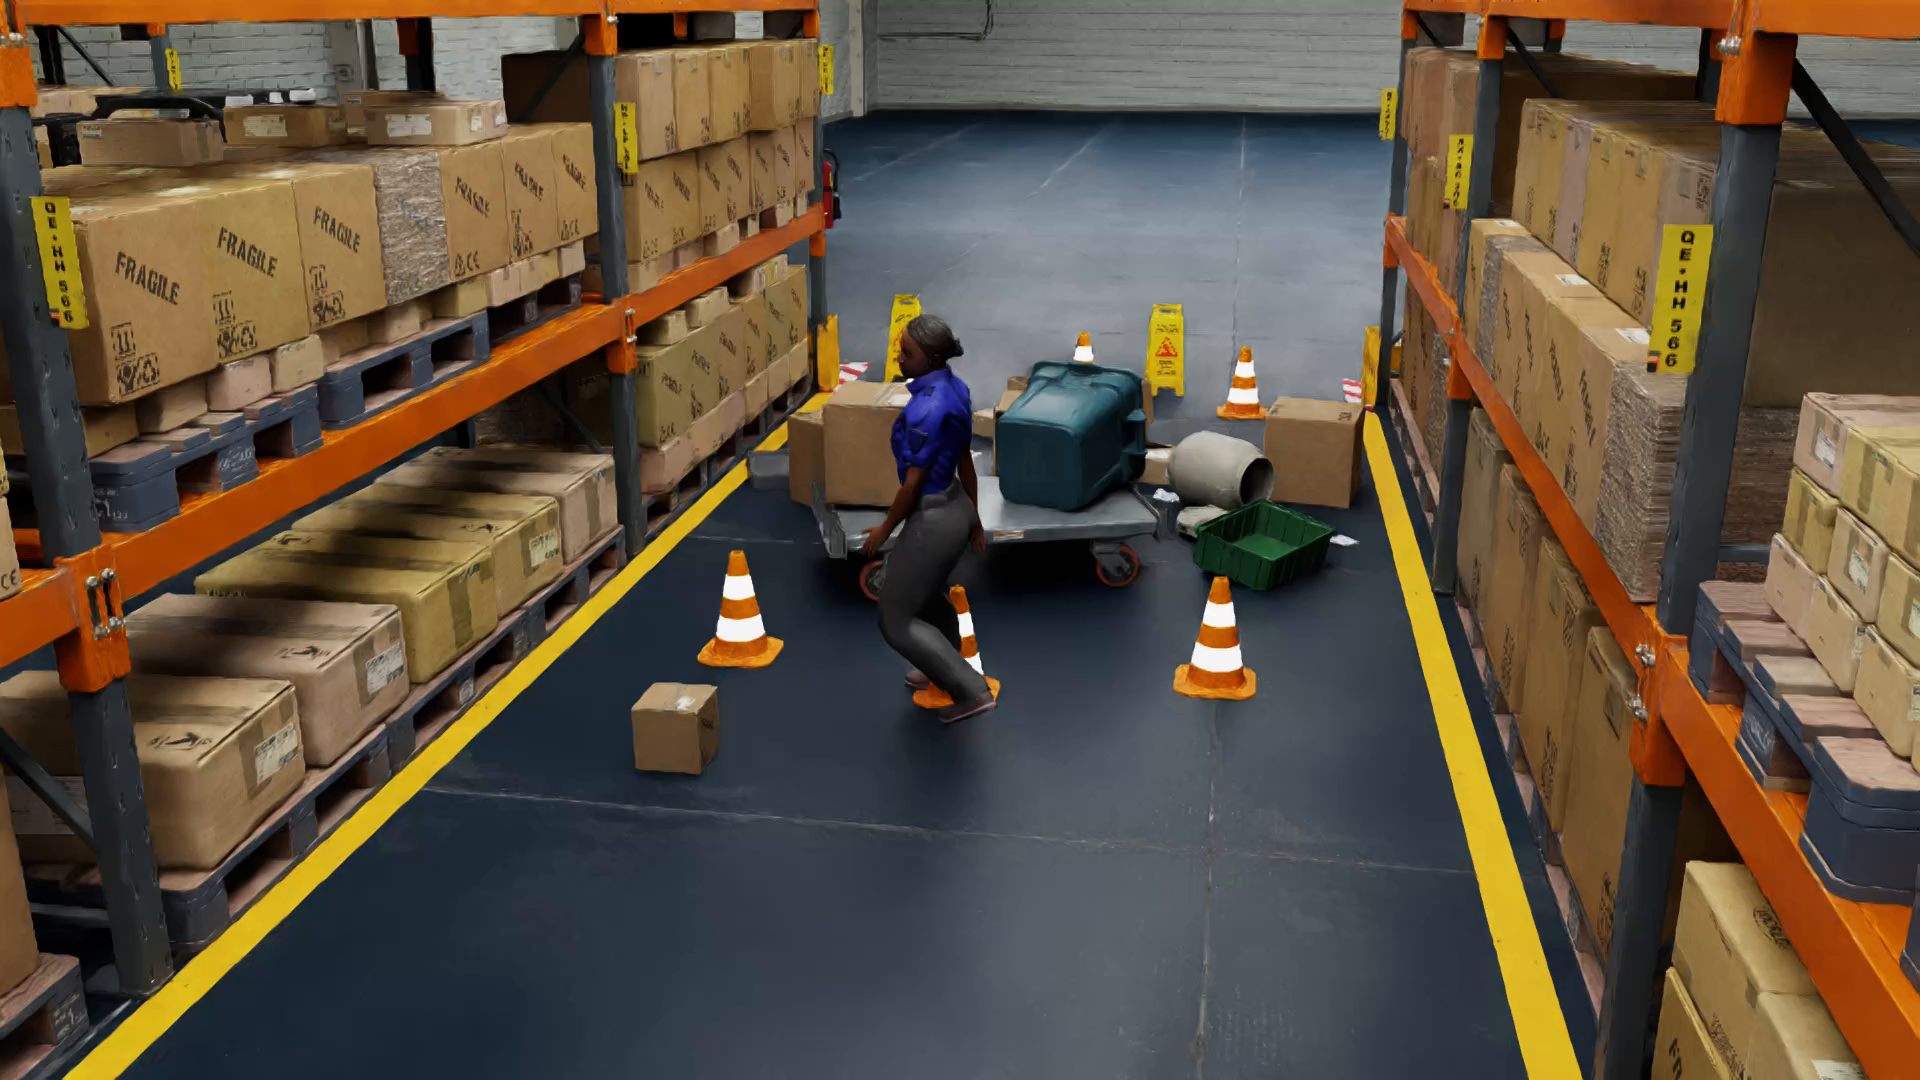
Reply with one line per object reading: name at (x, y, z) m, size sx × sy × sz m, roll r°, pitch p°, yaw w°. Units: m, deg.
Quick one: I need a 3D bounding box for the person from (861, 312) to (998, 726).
person at (-0.076, -0.082, 6.309) m, size 0.538 × 1.614 × 0.667 m, roll 3°, pitch 18°, yaw 10°
